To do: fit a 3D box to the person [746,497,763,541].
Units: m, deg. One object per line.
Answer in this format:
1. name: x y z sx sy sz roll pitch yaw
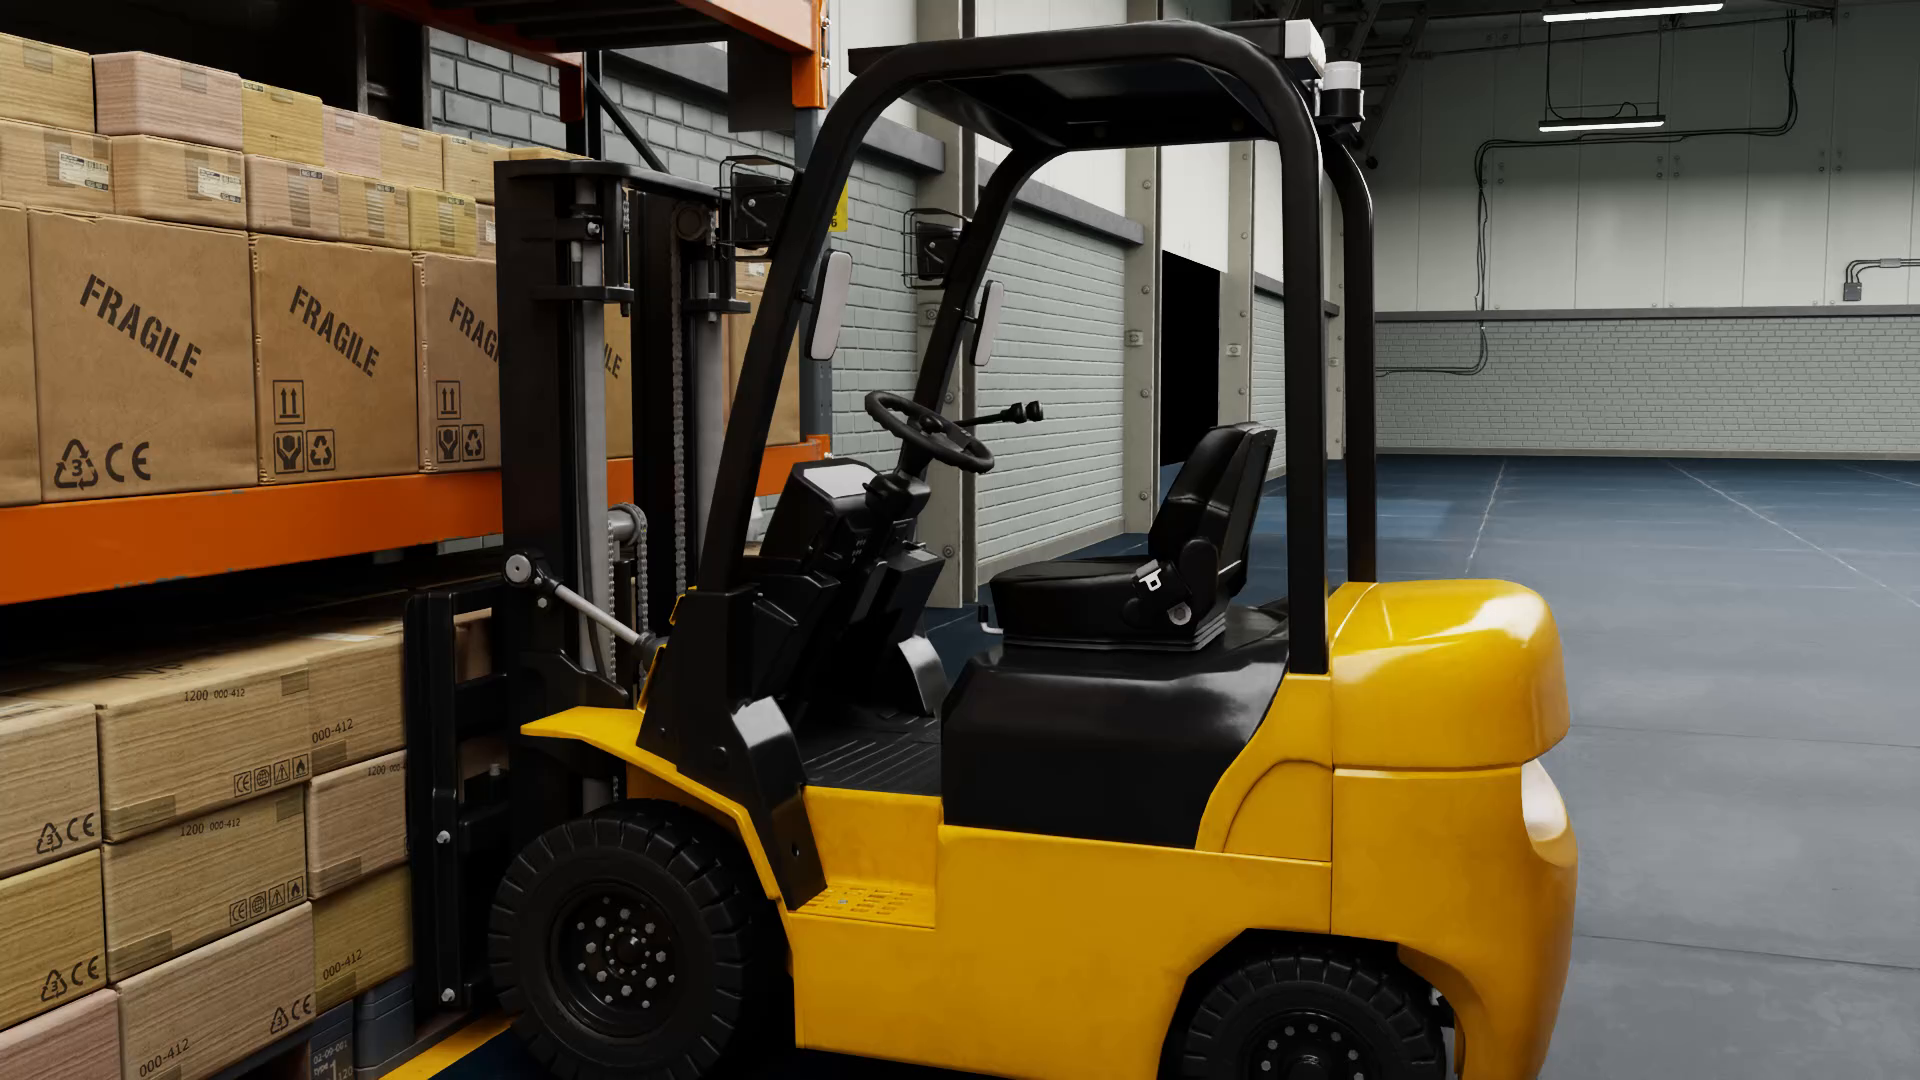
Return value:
1. person: -1.050 -0.014 7.253 0.372 1.671 0.501 0 5 2
